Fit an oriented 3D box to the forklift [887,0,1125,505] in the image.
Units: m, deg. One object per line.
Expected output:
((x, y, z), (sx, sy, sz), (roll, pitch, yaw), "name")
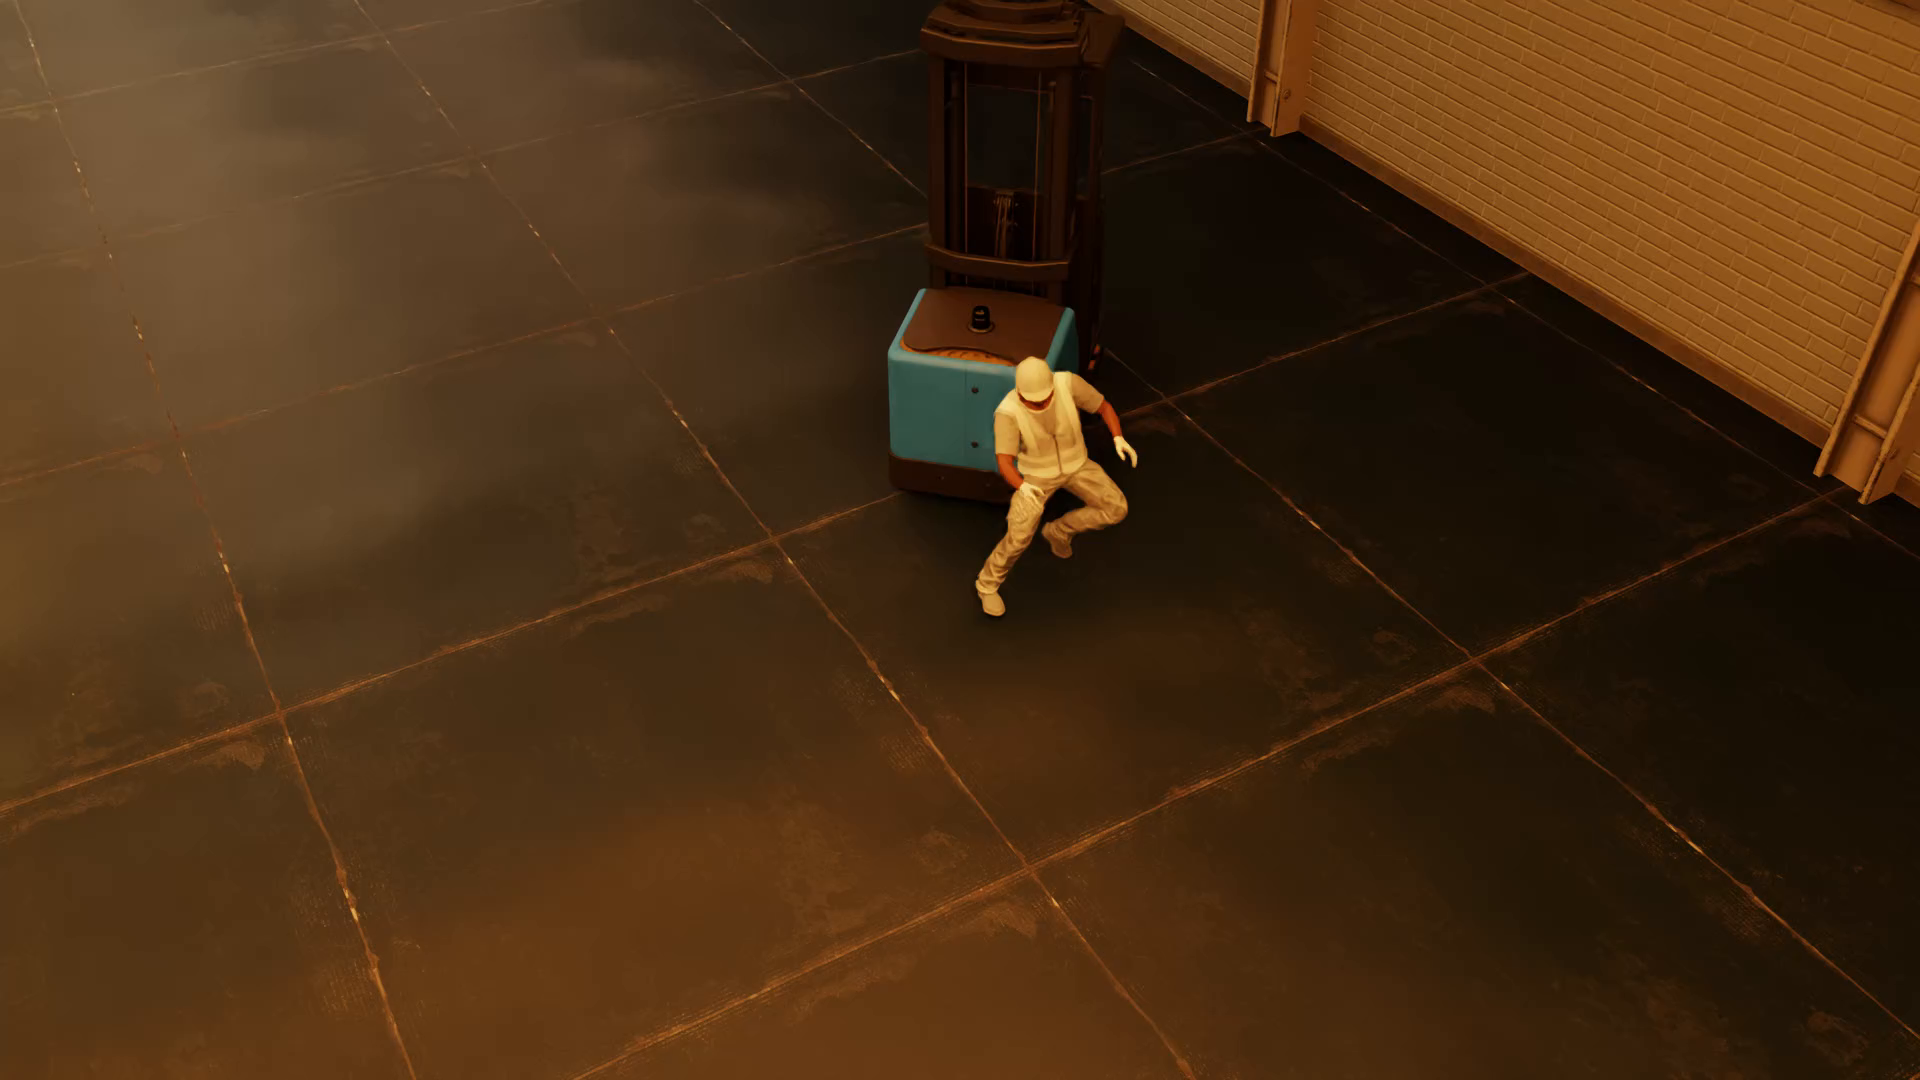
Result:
((0.399, -2.274, 10.777), (1.130, 2.935, 3.031), (9, 41, 11), "forklift")

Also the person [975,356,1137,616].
((0.535, -0.313, 9.499), (0.906, 1.559, 0.829), (-12, 41, -14), "person")
